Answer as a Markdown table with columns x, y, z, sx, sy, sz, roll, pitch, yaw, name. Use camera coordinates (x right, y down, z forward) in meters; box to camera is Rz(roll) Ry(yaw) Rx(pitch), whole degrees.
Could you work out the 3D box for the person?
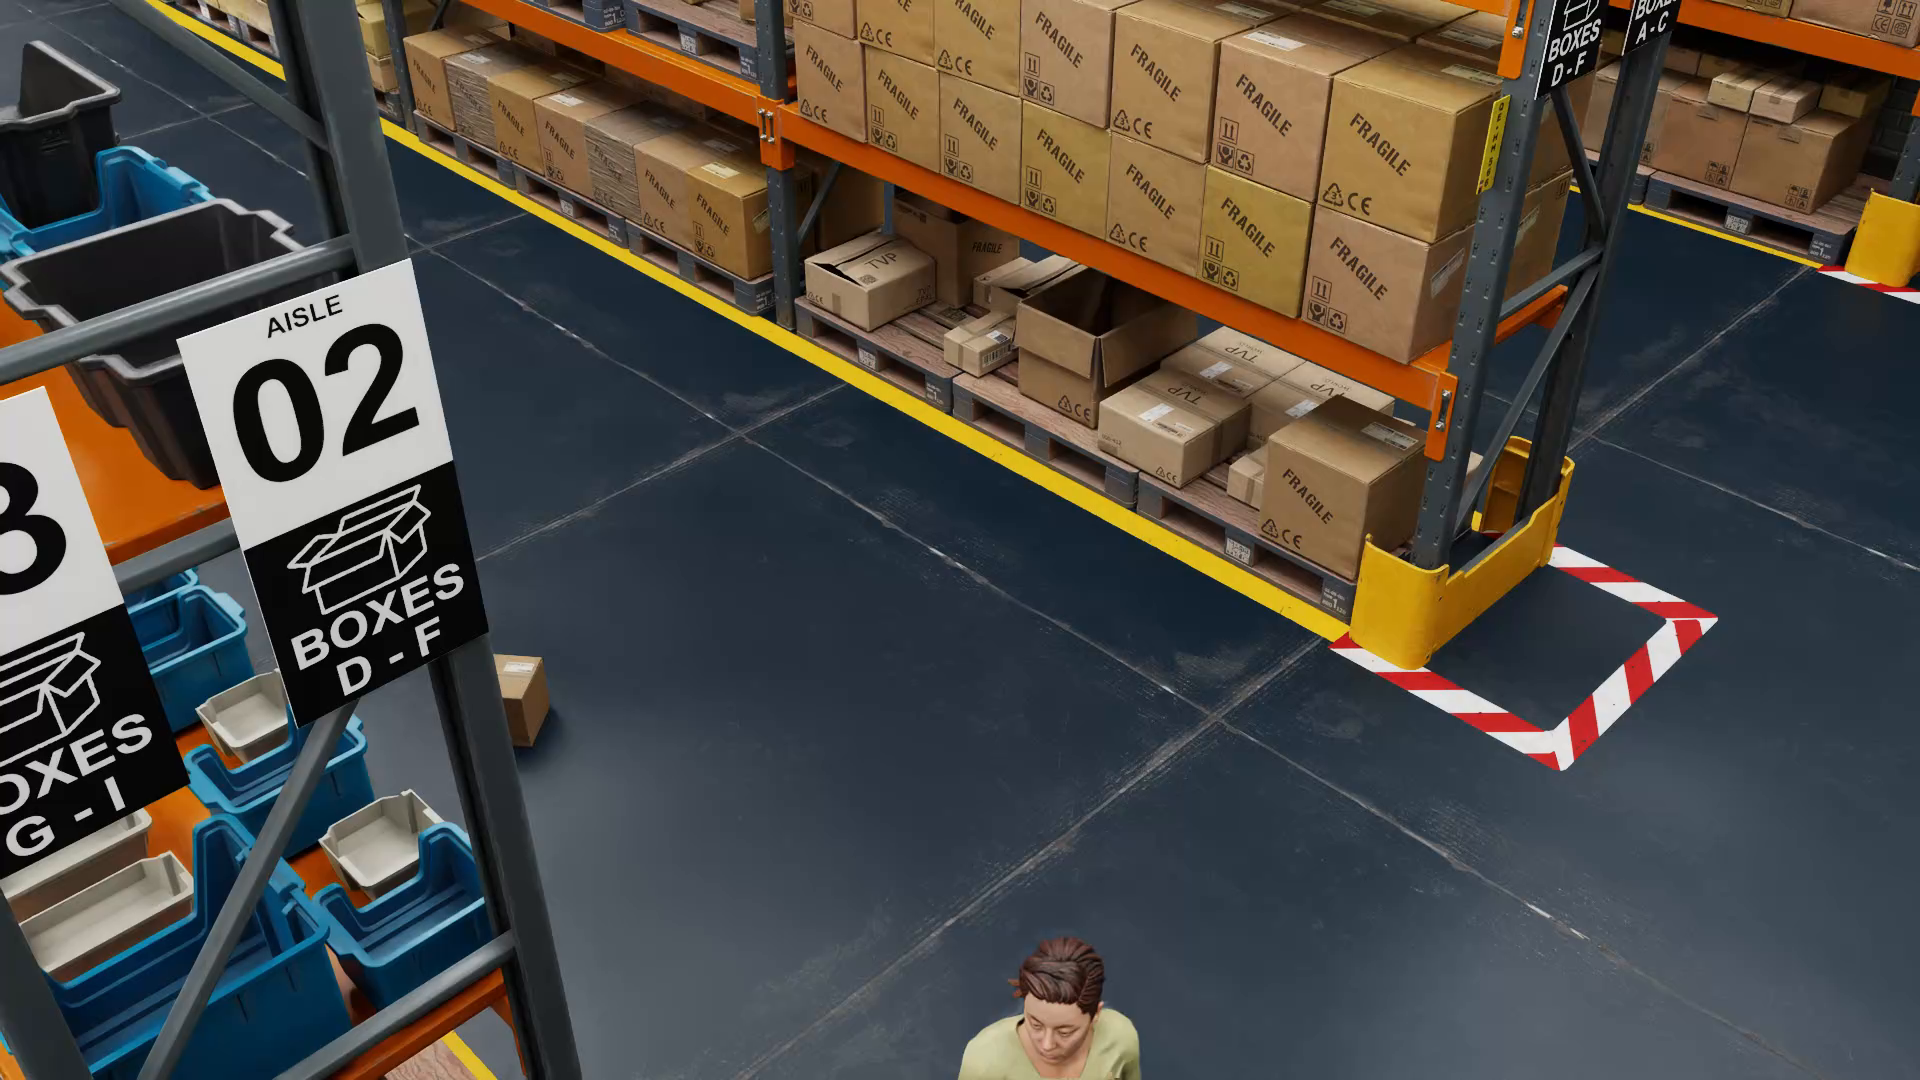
| x | y | z | sx | sy | sz | roll | pitch | yaw | name |
| --- | --- | --- | --- | --- | --- | --- | --- | --- | --- |
| 0.217 | 1.548 | 3.975 | 0.477 | 1.645 | 0.808 | -9 | 37 | -12 | person |
